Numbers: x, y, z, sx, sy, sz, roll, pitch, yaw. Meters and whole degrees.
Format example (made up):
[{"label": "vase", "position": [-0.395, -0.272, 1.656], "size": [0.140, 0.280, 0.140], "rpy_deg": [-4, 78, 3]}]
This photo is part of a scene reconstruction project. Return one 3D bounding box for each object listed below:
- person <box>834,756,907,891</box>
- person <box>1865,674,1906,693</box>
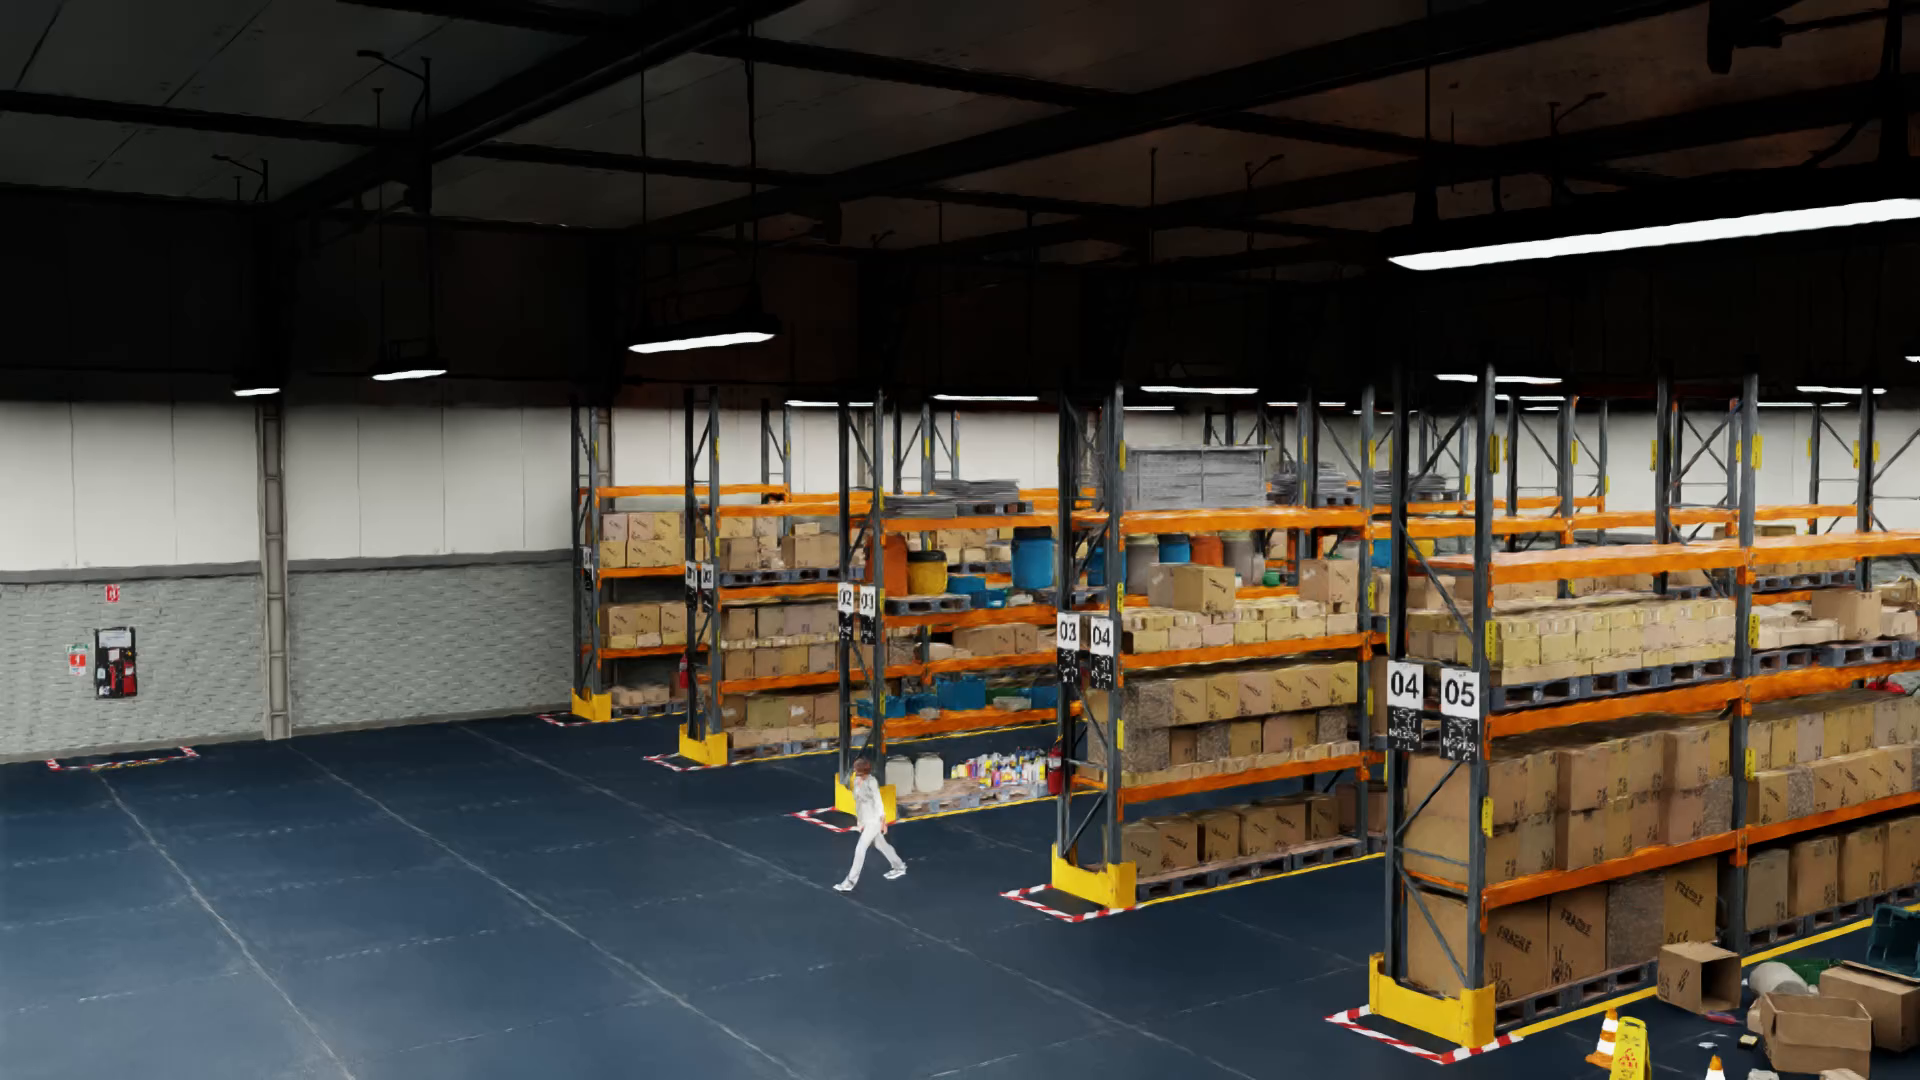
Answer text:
[{"label": "person", "position": [-1.060, 3.236, 19.192], "size": [1.036, 1.517, 0.417], "rpy_deg": [-2, 4, -31]}, {"label": "person", "position": [14.306, 2.784, 25.734], "size": [0.529, 1.676, 0.682], "rpy_deg": [-3, 4, -36]}]
